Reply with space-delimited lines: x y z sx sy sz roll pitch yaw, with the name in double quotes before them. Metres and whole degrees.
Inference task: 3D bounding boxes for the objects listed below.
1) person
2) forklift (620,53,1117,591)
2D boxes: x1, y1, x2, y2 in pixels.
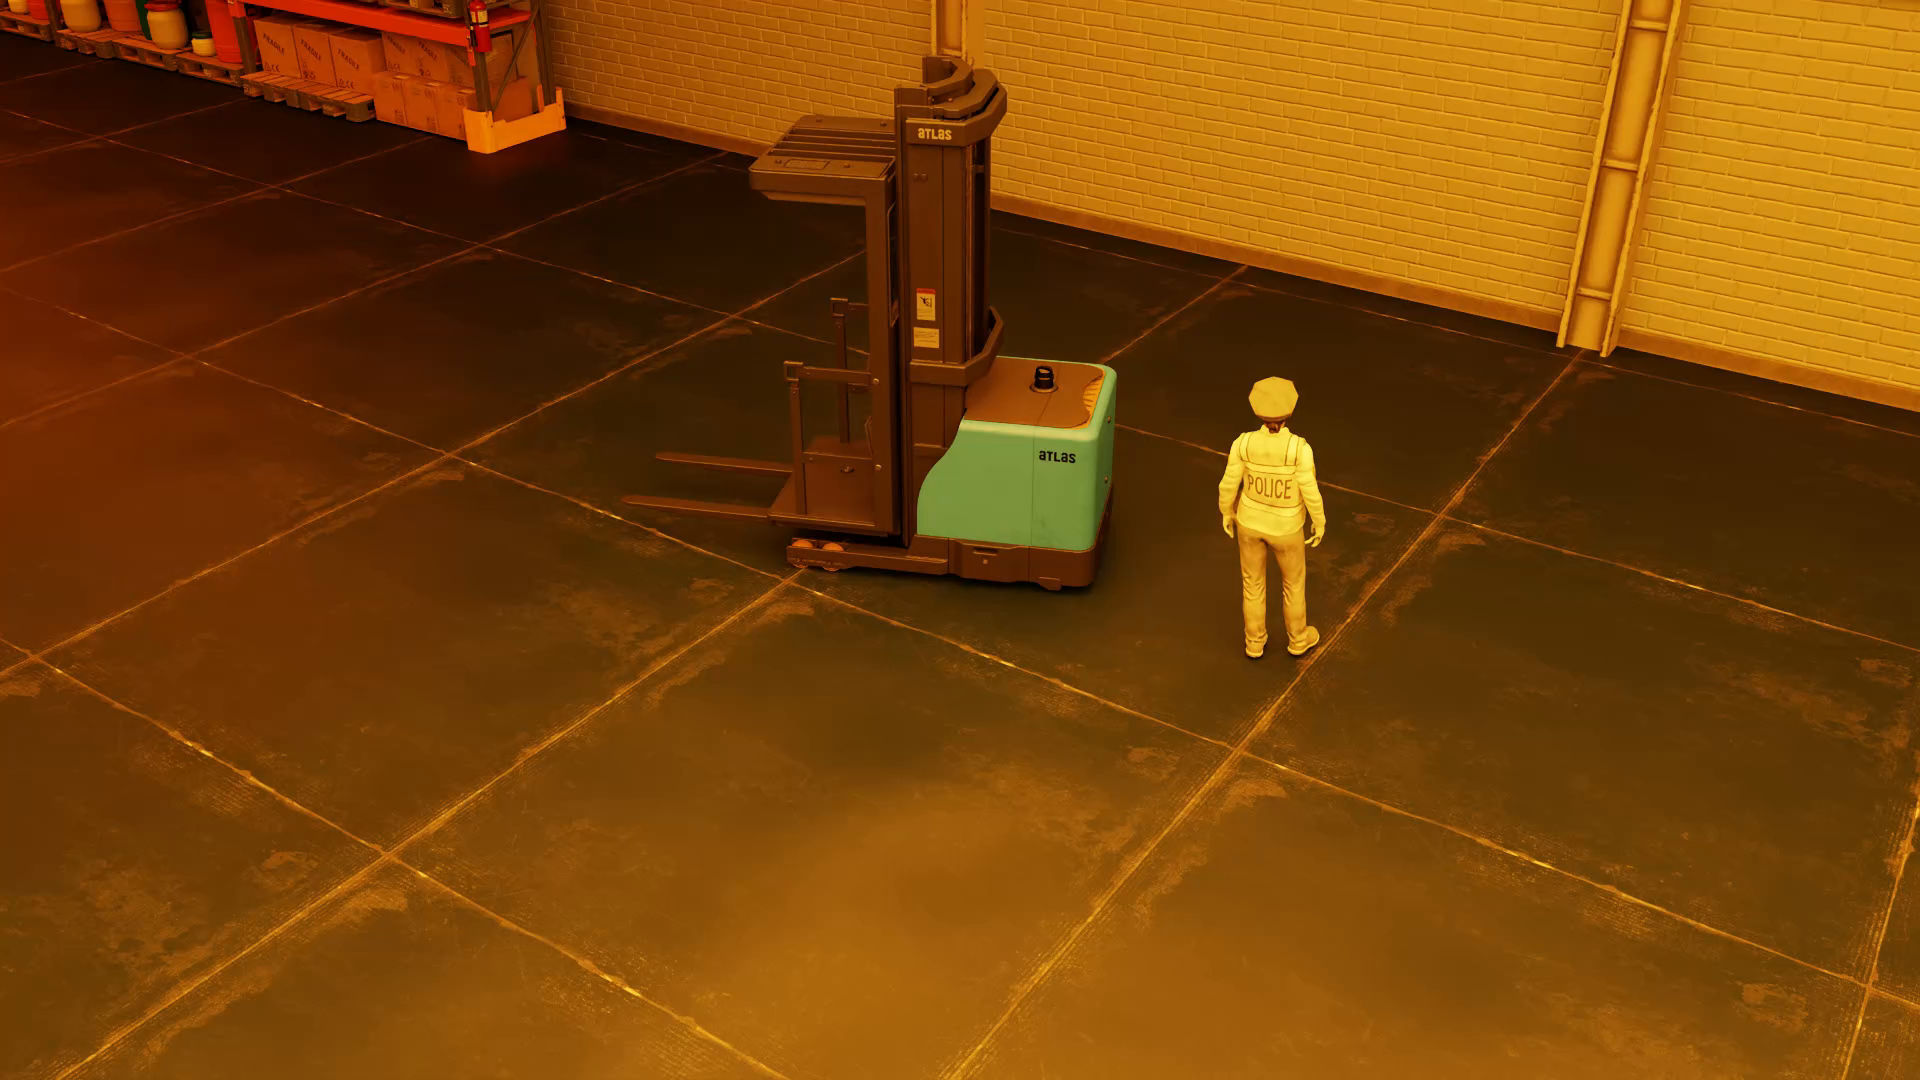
"person" 1.701 -0.122 9.009 0.587 1.694 0.531 12 32 20
"forklift" -0.596 -1.330 9.871 3.031 2.935 1.130 6 31 10
